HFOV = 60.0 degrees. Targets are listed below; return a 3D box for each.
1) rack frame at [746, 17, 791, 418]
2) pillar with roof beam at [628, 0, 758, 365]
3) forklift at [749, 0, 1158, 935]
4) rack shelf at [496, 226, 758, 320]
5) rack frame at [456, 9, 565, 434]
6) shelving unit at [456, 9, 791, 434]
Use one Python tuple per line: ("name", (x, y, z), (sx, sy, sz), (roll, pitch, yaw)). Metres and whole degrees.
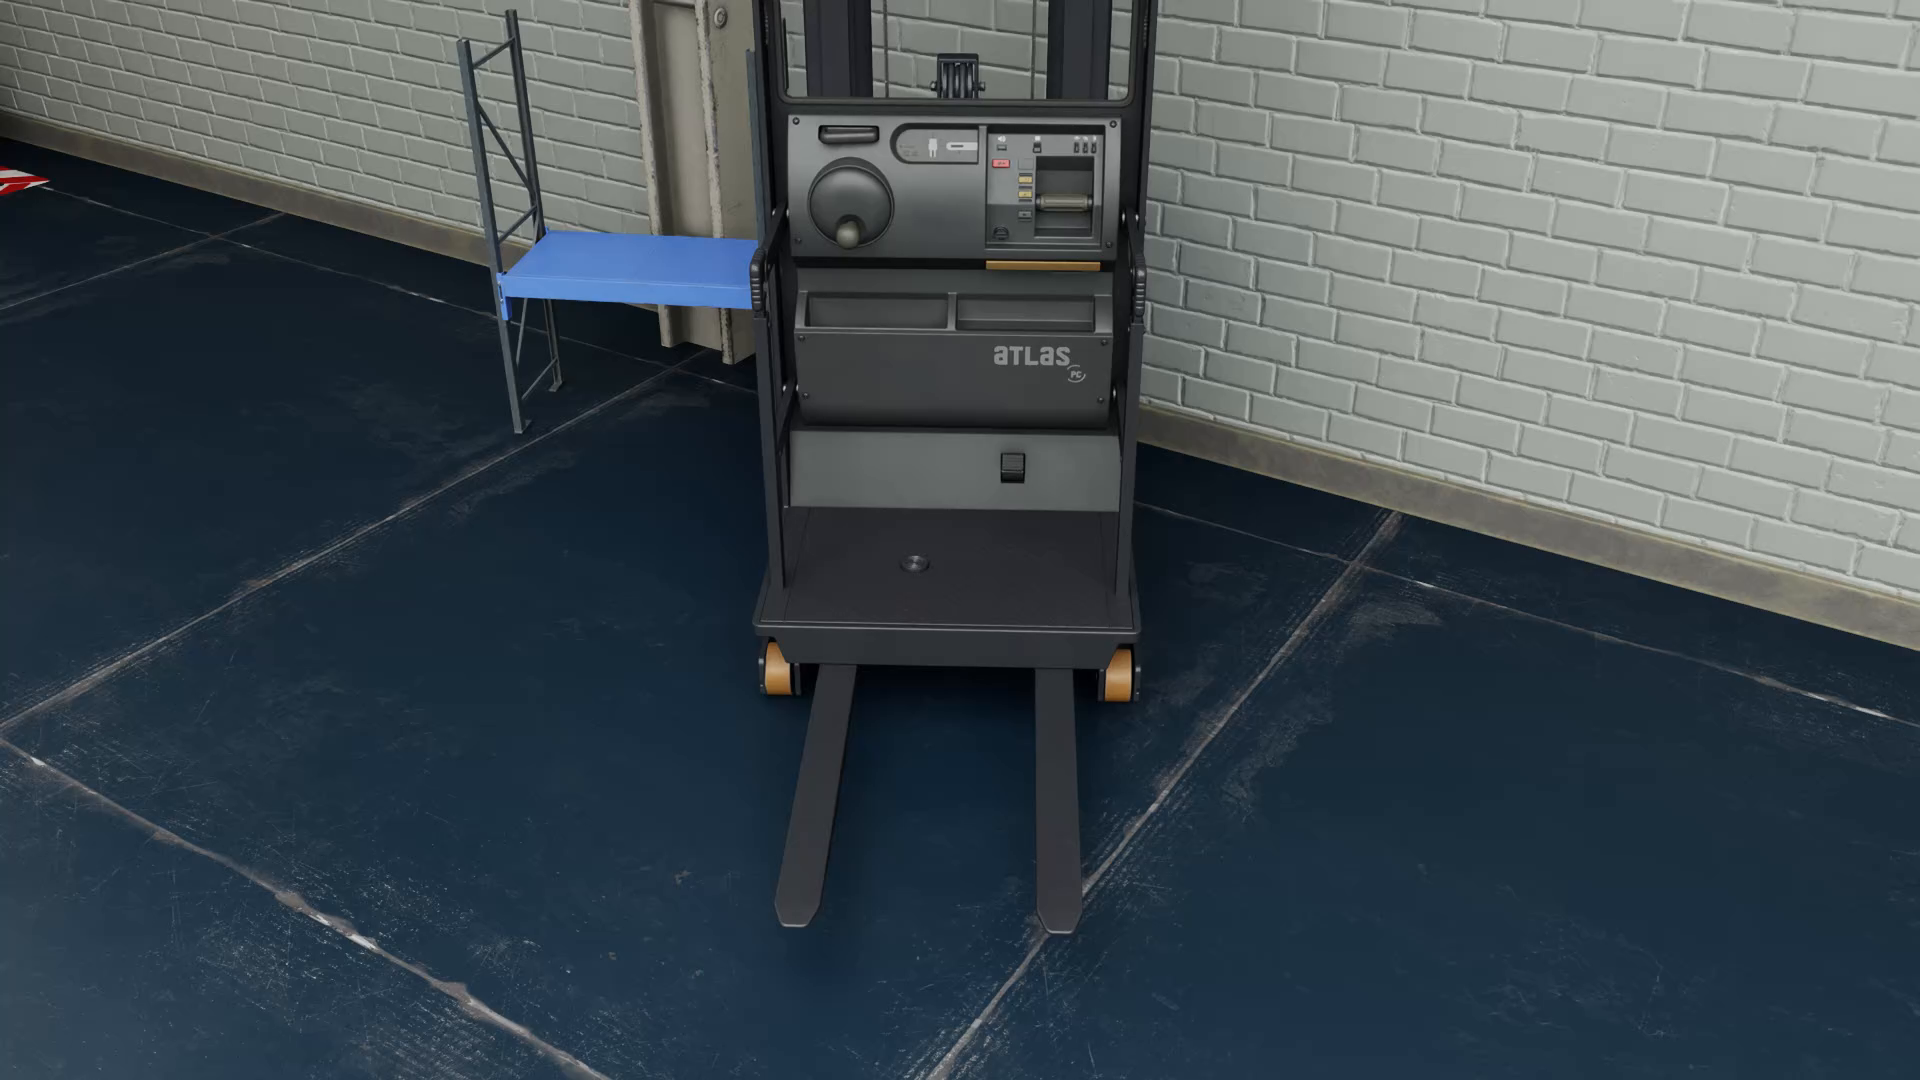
("rack frame", (-0.674, -1.117, 6.177), (0.032, 1.500, 0.500), (4, 30, 7))
("pillar with roof beam", (-3.335, -2.907, 1.803), (0.400, 9.000, 9.100), (18, 35, 27))
("forklift", (-0.022, -0.949, 4.467), (1.130, 2.935, 3.031), (1, 30, 2))
("rack shelf", (-1.178, -0.996, 6.325), (1.000, 0.185, 0.538), (4, 30, 7))
("rack frame", (-1.682, -1.185, 6.292), (0.032, 1.500, 0.500), (4, 30, 7))
("shelving unit", (-1.178, -1.151, 6.235), (1.048, 1.500, 0.538), (4, 30, 7))
